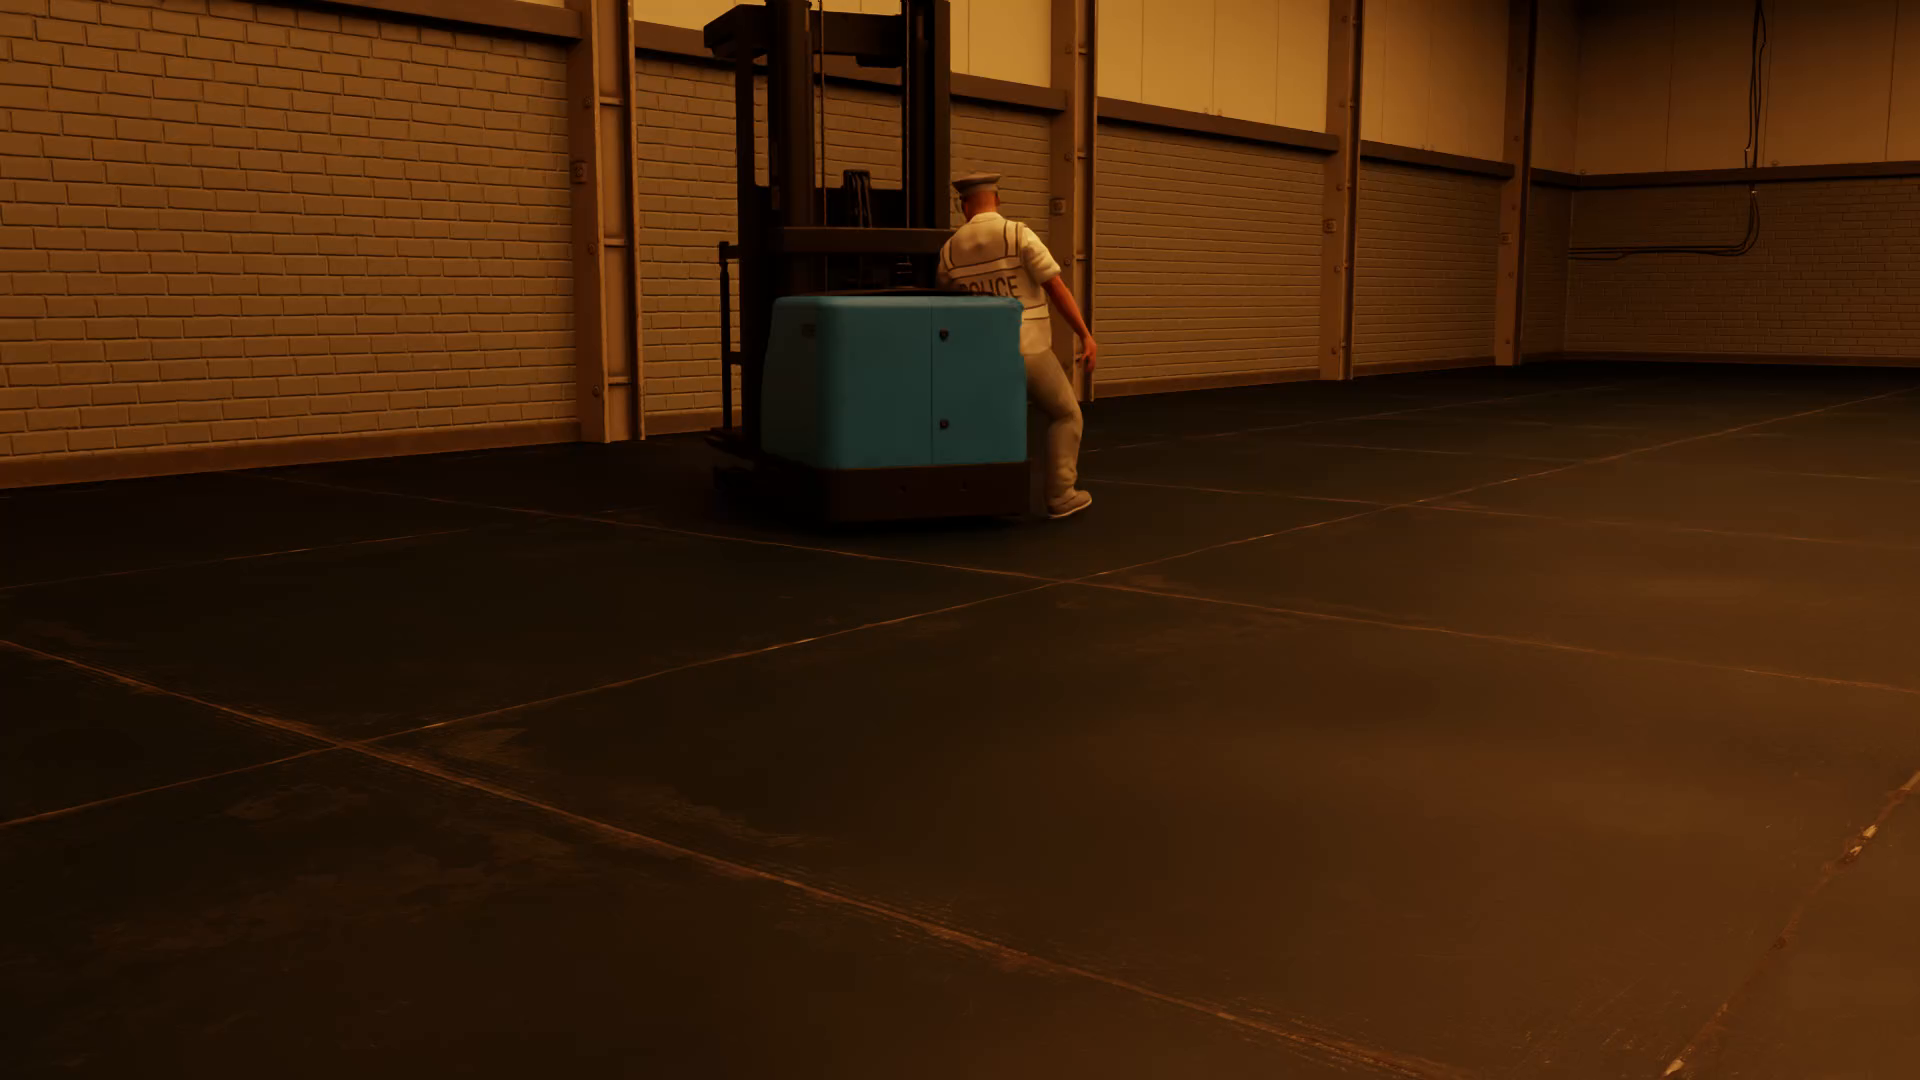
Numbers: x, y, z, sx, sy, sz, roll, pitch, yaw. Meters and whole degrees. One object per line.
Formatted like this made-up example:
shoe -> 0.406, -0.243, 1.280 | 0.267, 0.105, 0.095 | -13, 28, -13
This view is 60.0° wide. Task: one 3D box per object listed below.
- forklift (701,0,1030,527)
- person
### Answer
forklift -> -0.699, -1.683, 8.785 | 1.130, 2.935, 3.031 | -3, 9, -22
person -> 0.273, -0.912, 7.959 | 0.806, 1.651, 0.888 | 2, 9, 15
